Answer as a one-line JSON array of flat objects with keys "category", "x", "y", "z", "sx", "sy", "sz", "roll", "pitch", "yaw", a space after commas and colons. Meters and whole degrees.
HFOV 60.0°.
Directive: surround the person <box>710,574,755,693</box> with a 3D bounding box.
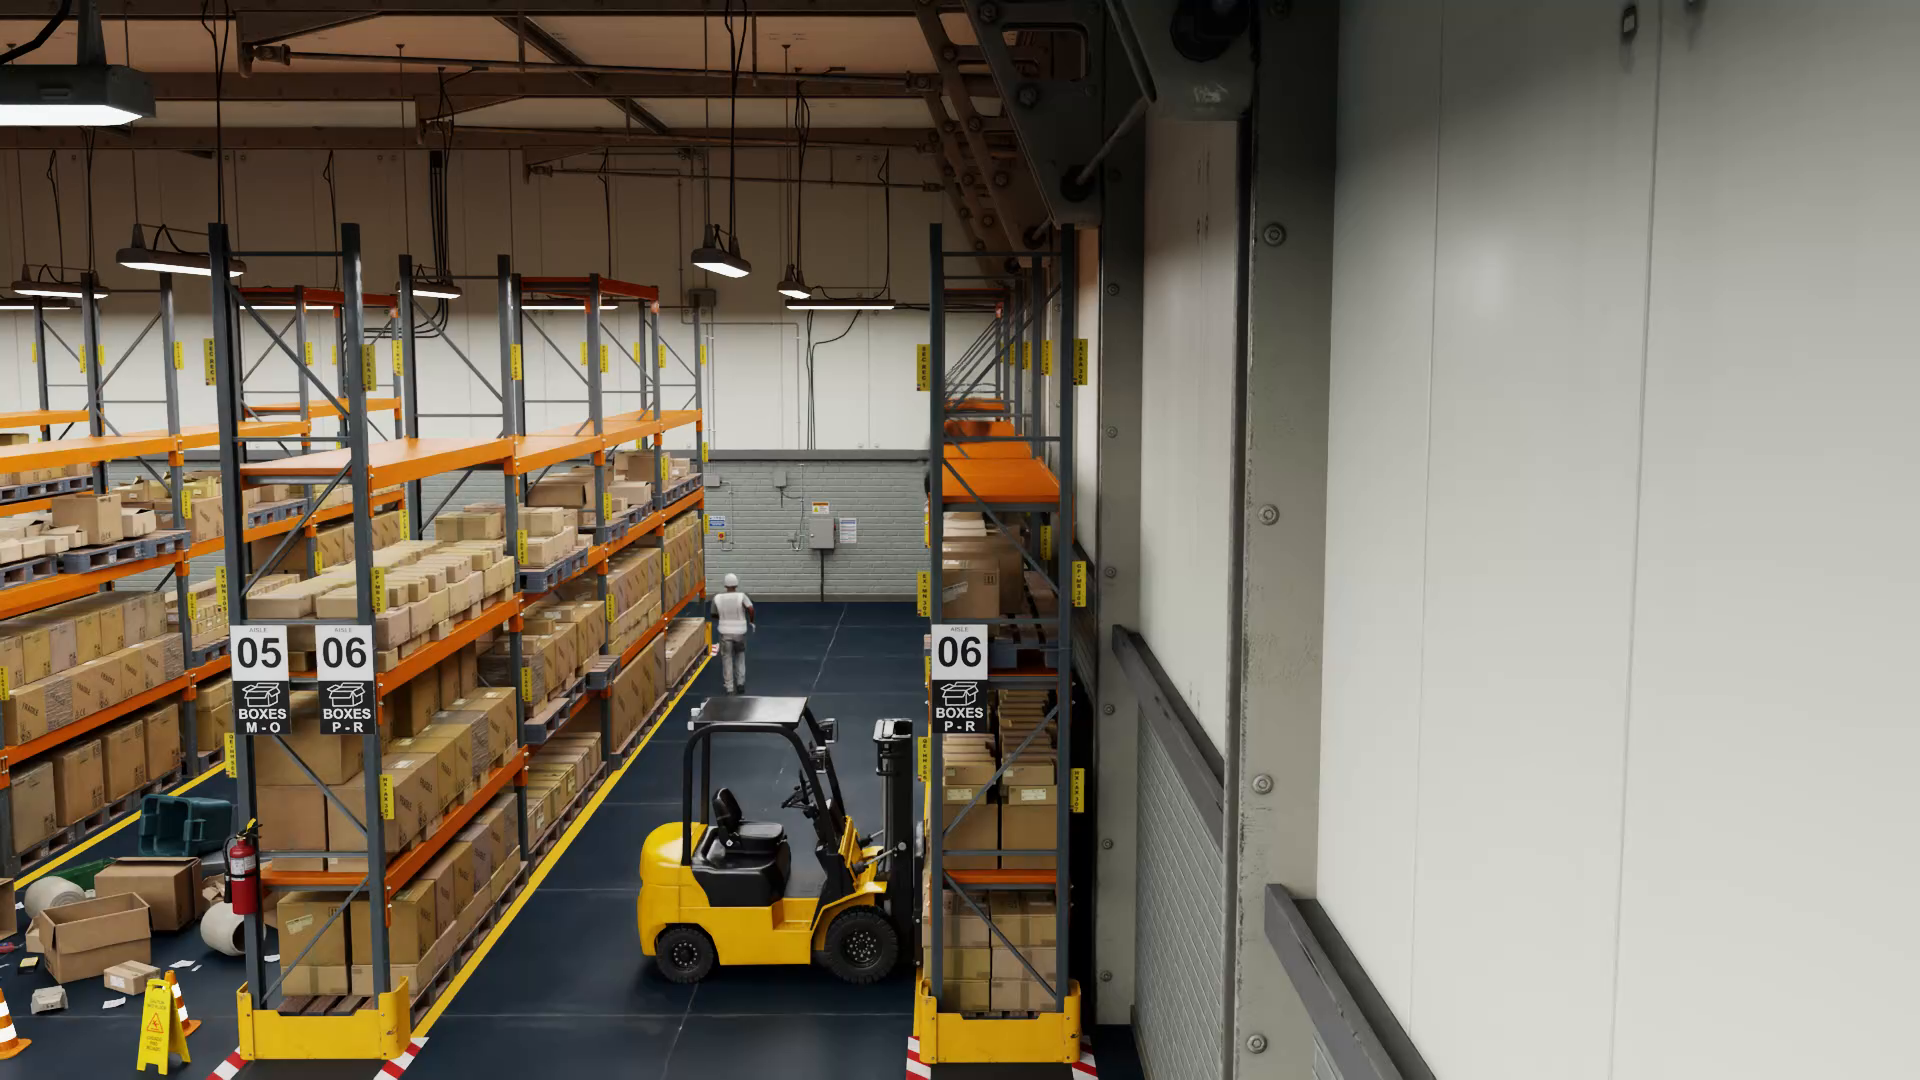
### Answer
[{"category": "person", "x": -3.366, "y": 1.410, "z": 24.640, "sx": 0.657, "sy": 1.841, "sz": 0.770, "roll": -1, "pitch": 7, "yaw": -10}]
